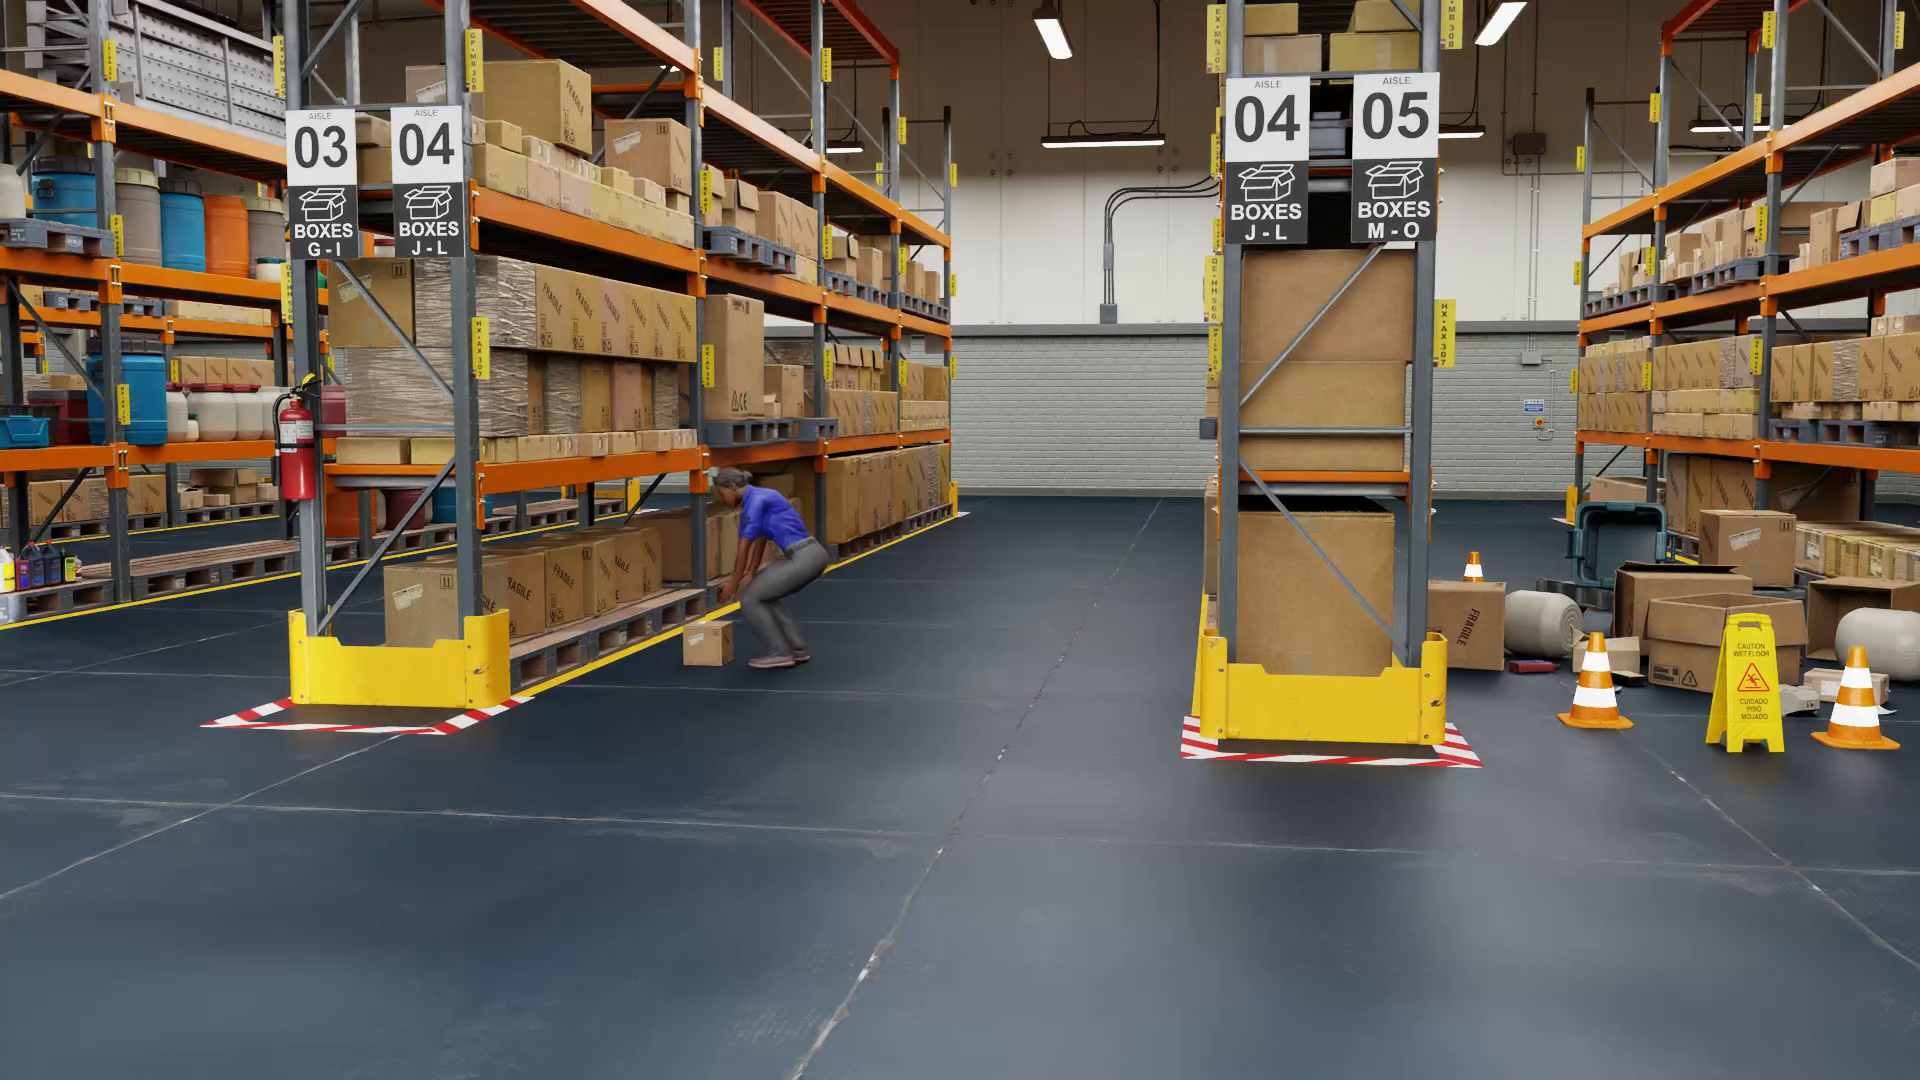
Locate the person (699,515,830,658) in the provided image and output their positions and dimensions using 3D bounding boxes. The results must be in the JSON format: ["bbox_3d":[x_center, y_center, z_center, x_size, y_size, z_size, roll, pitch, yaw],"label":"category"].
[{"bbox_3d":[-1.228,0.291,10.447,0.792,0.899,0.486,1,5,8],"label":"person"}]
